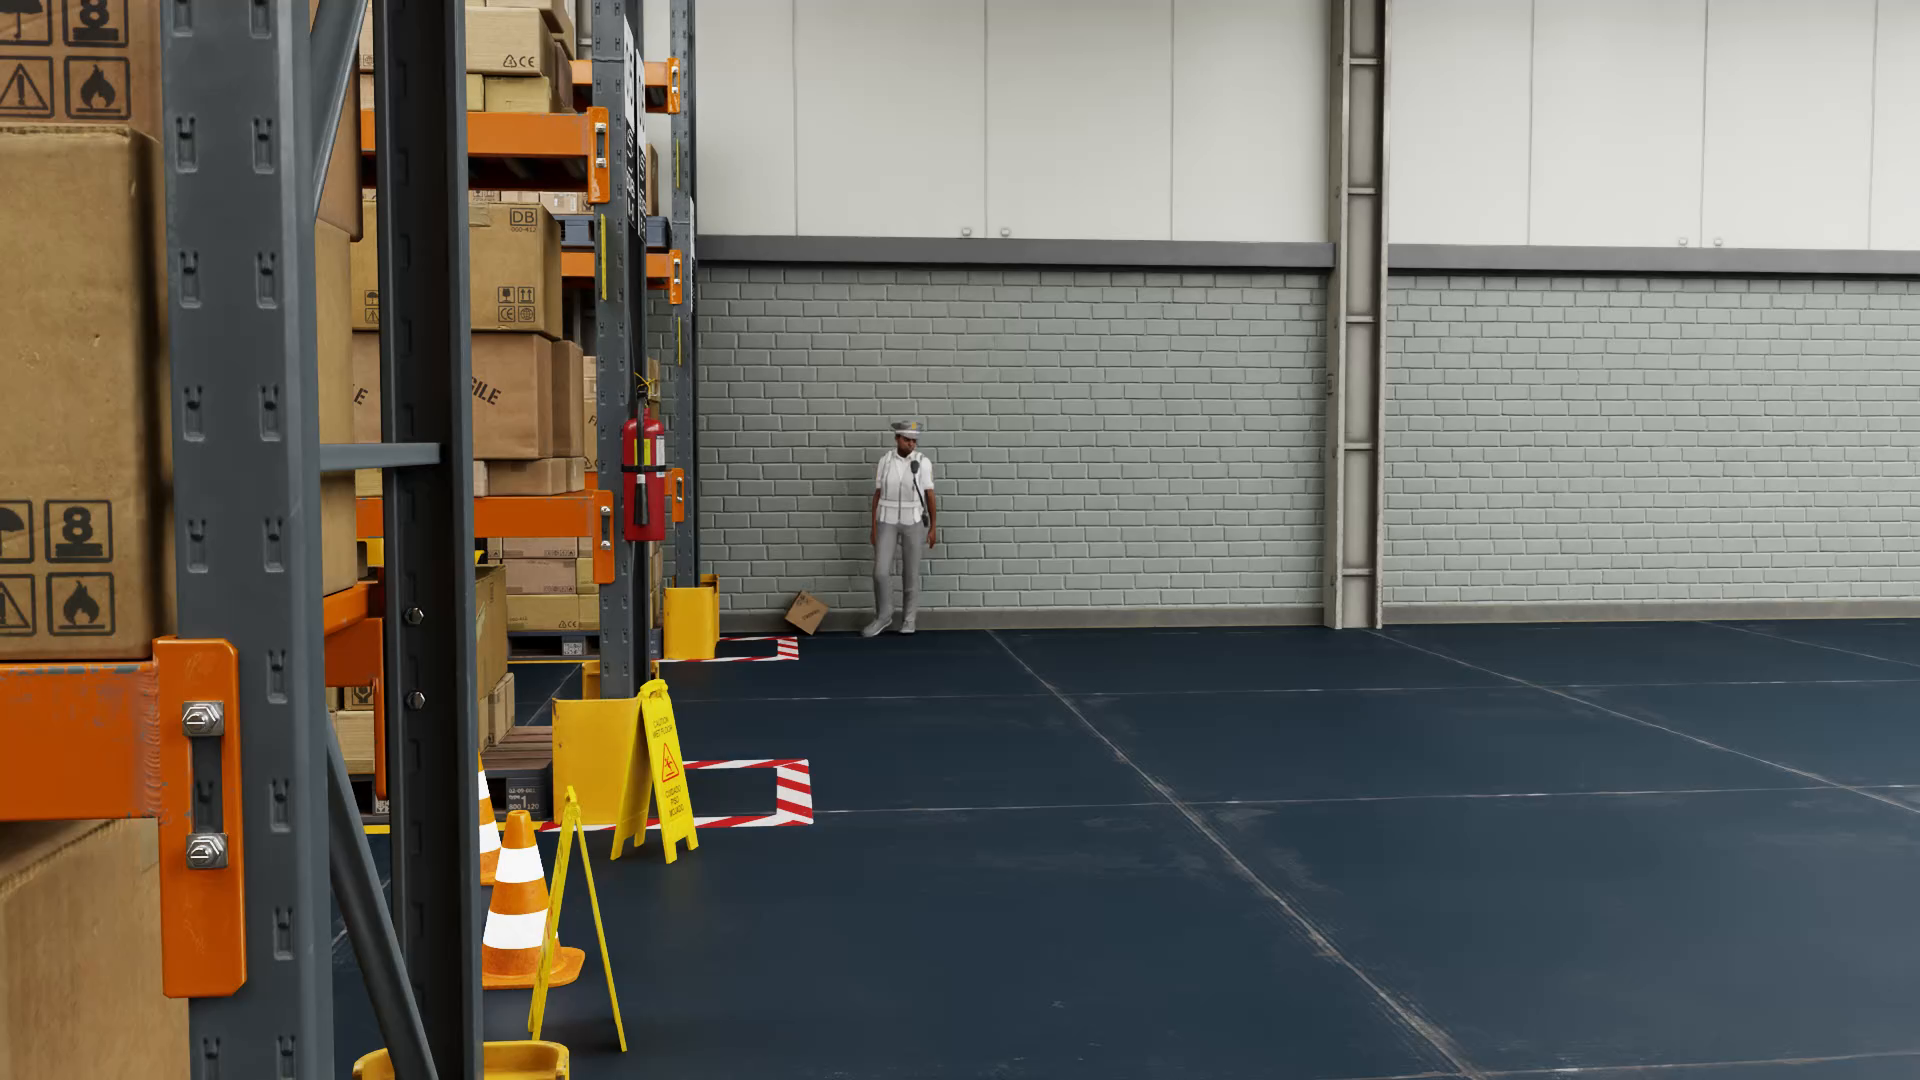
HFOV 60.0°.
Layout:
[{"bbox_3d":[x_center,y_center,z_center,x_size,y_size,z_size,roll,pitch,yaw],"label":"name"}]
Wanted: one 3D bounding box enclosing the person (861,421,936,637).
[{"bbox_3d":[-0.472,-0.081,12.877,0.581,1.673,0.457,0,3,3],"label":"person"}]
